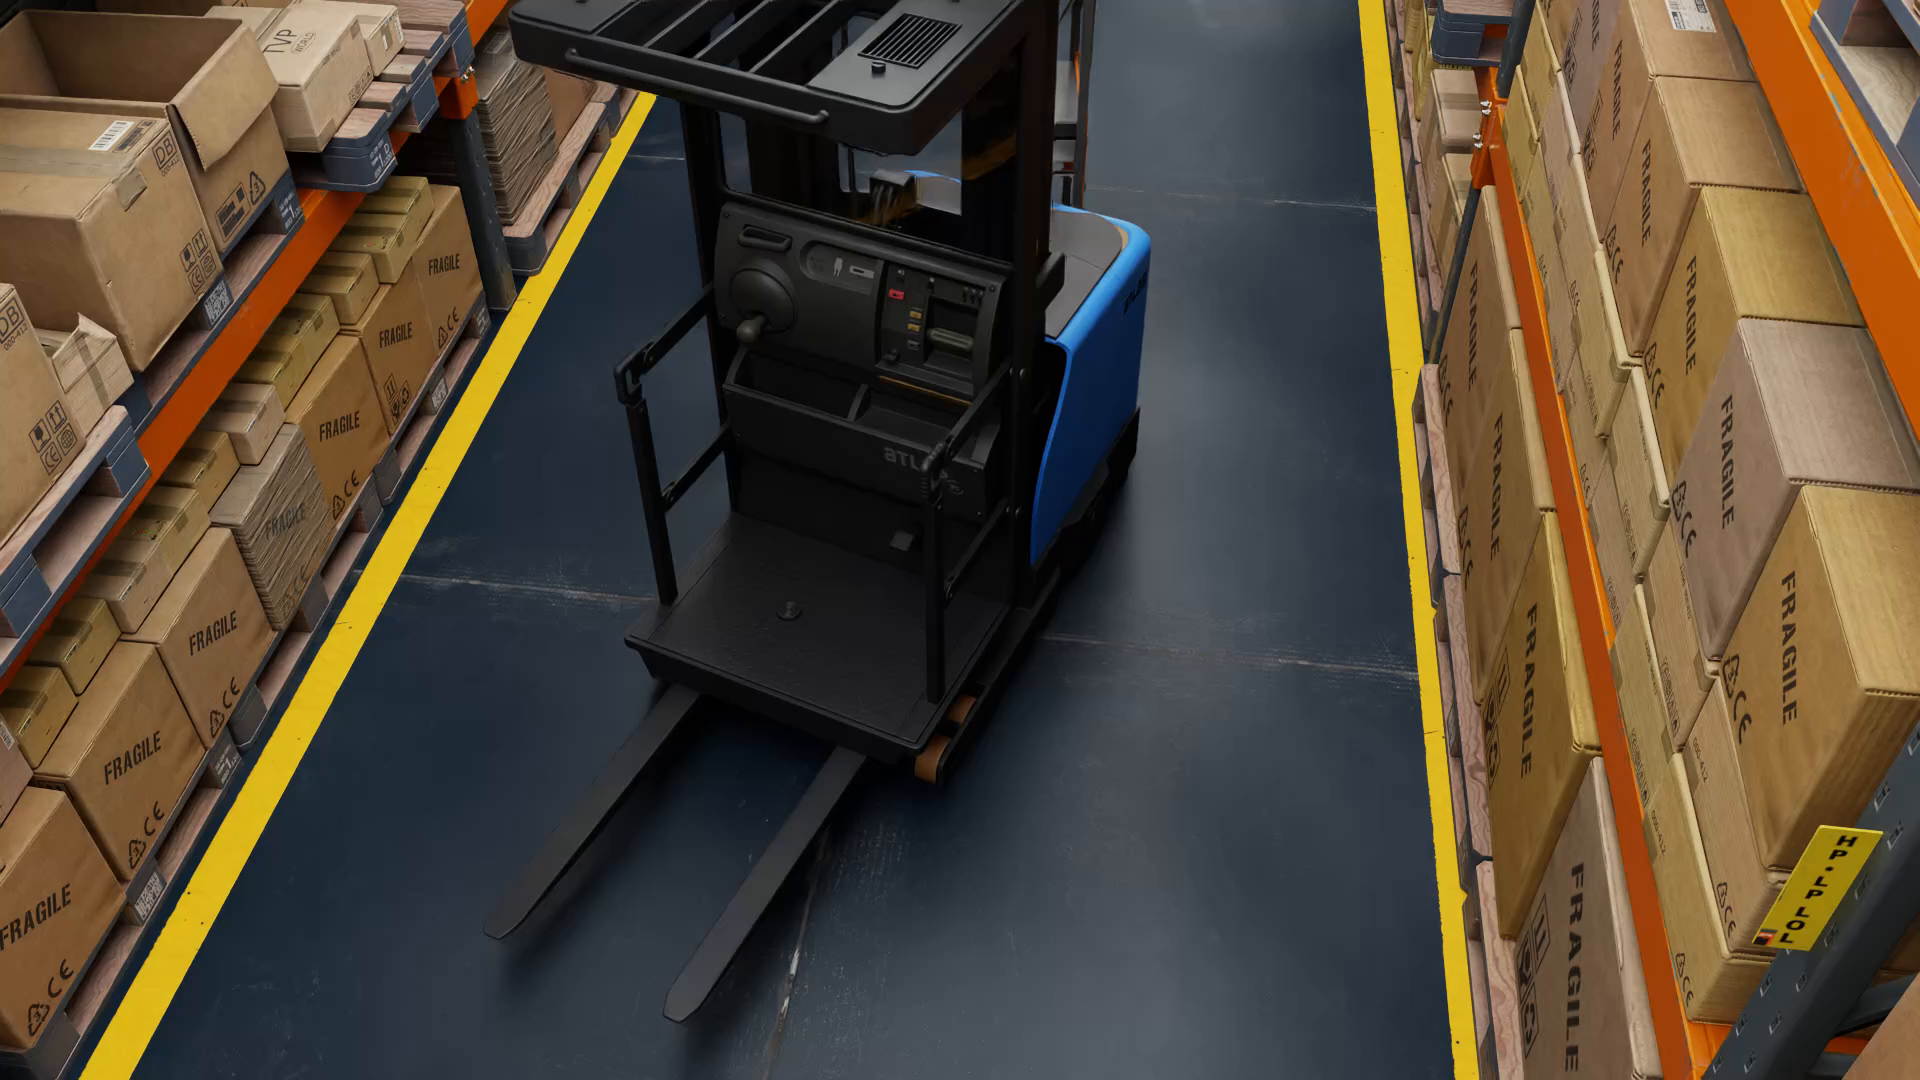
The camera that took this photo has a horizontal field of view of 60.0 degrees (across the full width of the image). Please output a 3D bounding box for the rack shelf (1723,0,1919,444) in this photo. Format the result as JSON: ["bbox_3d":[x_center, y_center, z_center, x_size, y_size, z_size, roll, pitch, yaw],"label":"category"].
[{"bbox_3d":[2.187,-1.190,3.667,1.077,0.370,4.000,5,44,6],"label":"rack shelf"}]

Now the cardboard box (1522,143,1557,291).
[{"bbox_3d":[2.087,-1.009,5.243,0.500,0.250,0.500,4,44,4],"label":"cardboard box"}]

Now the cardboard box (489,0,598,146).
[{"bbox_3d":[-2.294,-2.334,7.955,0.875,0.625,0.625,7,44,7],"label":"cardboard box"}]

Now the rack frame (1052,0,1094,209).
[{"bbox_3d":[0.256,-1.352,6.149,0.400,2.100,0.015,0,43,0],"label":"rack frame"}]

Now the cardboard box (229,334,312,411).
[{"bbox_3d":[-2.480,-0.584,5.726,0.380,0.149,0.250,5,44,5],"label":"cardboard box"}]

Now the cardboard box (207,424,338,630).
[{"bbox_3d":[-2.505,-0.058,5.642,0.500,0.500,0.500,4,44,4],"label":"cardboard box"}]

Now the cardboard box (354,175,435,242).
[{"bbox_3d":[-2.283,-1.295,6.476,0.380,0.149,0.250,3,44,3],"label":"cardboard box"}]

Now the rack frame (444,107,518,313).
[{"bbox_3d":[-2.469,-2.174,6.364,1.000,3.000,0.127,5,44,6],"label":"rack frame"}]

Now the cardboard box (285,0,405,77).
[{"bbox_3d":[-2.176,-1.753,5.797,0.380,0.149,0.250,6,44,6],"label":"cardboard box"}]

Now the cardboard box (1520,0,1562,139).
[{"bbox_3d":[2.140,-1.529,5.429,0.500,0.250,0.500,5,44,5],"label":"cardboard box"}]

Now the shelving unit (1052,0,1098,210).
[{"bbox_3d":[0.254,-1.519,6.326,0.431,2.100,0.503,0,43,0],"label":"shelving unit"}]

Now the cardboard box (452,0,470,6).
[{"bbox_3d":[-2.168,-2.400,6.712,0.500,0.250,0.500,5,44,6],"label":"cardboard box"}]

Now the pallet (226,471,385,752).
[{"bbox_3d":[-2.769,0.173,5.914,1.003,0.211,1.213,5,44,6],"label":"pallet"}]

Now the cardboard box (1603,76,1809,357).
[{"bbox_3d":[1.934,-0.777,4.089,0.500,0.500,0.500,6,44,6],"label":"cardboard box"}]

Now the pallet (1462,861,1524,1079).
[{"bbox_3d":[1.950,1.481,4.533,1.003,0.211,1.213,5,44,6],"label":"pallet"}]

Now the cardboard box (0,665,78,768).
[{"bbox_3d":[-2.704,0.480,4.602,0.380,0.149,0.250,3,44,3],"label":"cardboard box"}]

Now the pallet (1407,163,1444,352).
[{"bbox_3d":[2.556,-1.245,7.411,1.003,0.211,1.213,5,44,6],"label":"pallet"}]

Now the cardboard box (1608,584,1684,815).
[{"bbox_3d":[1.801,0.380,3.776,0.500,0.250,0.500,5,44,5],"label":"cardboard box"}]

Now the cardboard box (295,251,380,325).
[{"bbox_3d":[-2.367,-0.930,6.092,0.380,0.149,0.250,4,44,4],"label":"cardboard box"}]

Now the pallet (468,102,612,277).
[{"bbox_3d":[-2.322,-1.719,7.912,1.003,0.211,1.213,5,44,6],"label":"pallet"}]

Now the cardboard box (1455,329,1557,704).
[{"bbox_3d":[2.156,-0.035,5.346,0.875,0.875,0.875,6,44,6],"label":"cardboard box"}]

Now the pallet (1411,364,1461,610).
[{"bbox_3d":[2.273,-0.182,6.289,1.003,0.211,1.213,5,44,6],"label":"pallet"}]

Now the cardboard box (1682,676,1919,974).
[{"bbox_3d":[1.740,0.551,3.232,0.500,0.250,0.500,5,44,5],"label":"cardboard box"}]

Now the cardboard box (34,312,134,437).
[{"bbox_3d":[-2.434,-0.463,4.350,0.396,0.266,0.258,7,44,8],"label":"cardboard box"}]

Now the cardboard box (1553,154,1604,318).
[{"bbox_3d":[1.992,-0.839,4.700,0.500,0.250,0.500,5,44,5],"label":"cardboard box"}]

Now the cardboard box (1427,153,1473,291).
[{"bbox_3d":[2.536,-1.308,7.055,0.950,0.372,0.625,3,43,3],"label":"cardboard box"}]

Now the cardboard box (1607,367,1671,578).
[{"bbox_3d":[1.861,-0.144,3.966,0.500,0.250,0.500,6,44,7],"label":"cardboard box"}]

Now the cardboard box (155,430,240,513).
[{"bbox_3d":[-2.569,-0.231,5.353,0.380,0.149,0.250,5,44,6],"label":"cardboard box"}]

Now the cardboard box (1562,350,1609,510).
[{"bbox_3d":[1.950,-0.315,4.510,0.500,0.250,0.500,5,44,6],"label":"cardboard box"}]

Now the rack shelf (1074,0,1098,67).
[{"bbox_3d":[0.257,-2.018,5.854,0.431,0.518,0.480,0,43,0],"label":"rack shelf"}]

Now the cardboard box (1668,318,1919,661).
[{"bbox_3d":[1.794,-0.079,3.352,0.500,0.500,0.500,6,44,6],"label":"cardboard box"}]

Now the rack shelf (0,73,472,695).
[{"bbox_3d":[-2.733,-0.550,5.172,1.077,0.370,4.000,5,44,6],"label":"rack shelf"}]

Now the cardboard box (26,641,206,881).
[{"bbox_3d":[-2.650,0.634,4.911,0.500,0.500,0.500,5,44,5],"label":"cardboard box"}]

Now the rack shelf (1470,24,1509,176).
[{"bbox_3d":[2.716,-2.827,7.577,1.077,0.370,4.000,5,44,6],"label":"rack shelf"}]

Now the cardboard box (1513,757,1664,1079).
[{"bbox_3d":[1.925,1.190,4.051,0.875,0.875,0.875,6,44,7],"label":"cardboard box"}]

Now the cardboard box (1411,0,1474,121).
[{"bbox_3d":[2.732,-2.328,8.132,0.950,0.372,0.625,7,44,7],"label":"cardboard box"}]

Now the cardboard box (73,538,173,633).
[{"bbox_3d":[-2.611,0.125,4.977,0.380,0.149,0.250,5,44,5],"label":"cardboard box"}]

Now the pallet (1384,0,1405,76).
[{"bbox_3d":[2.879,-2.908,9.168,1.003,0.211,1.213,5,44,6],"label":"pallet"}]

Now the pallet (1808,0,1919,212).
[{"bbox_3d":[1.995,-0.648,2.710,0.805,0.209,1.217,4,44,4],"label":"pallet"}]

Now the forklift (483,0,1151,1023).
[{"bbox_3d":[-0.405,-0.621,4.775,1.130,2.935,3.031,18,46,18],"label":"forklift"}]

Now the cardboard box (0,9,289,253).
[{"bbox_3d":[-2.502,-1.235,4.992,0.797,0.503,0.637,4,44,5],"label":"cardboard box"}]

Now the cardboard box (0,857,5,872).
[{"bbox_3d":[-2.687,0.852,4.210,0.380,0.149,0.250,7,44,7],"label":"cardboard box"}]

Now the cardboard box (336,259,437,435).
[{"bbox_3d":[-2.388,-0.771,6.395,0.500,0.500,0.500,5,44,5],"label":"cardboard box"}]

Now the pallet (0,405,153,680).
[{"bbox_3d":[-2.784,0.087,4.116,1.003,0.211,1.213,5,44,6],"label":"pallet"}]

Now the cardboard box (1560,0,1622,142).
[{"bbox_3d":[2.088,-1.472,4.823,0.500,0.500,0.500,5,44,6],"label":"cardboard box"}]

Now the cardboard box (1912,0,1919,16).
[{"bbox_3d":[1.831,-0.828,2.521,0.500,0.311,0.500,5,44,6],"label":"cardboard box"}]
